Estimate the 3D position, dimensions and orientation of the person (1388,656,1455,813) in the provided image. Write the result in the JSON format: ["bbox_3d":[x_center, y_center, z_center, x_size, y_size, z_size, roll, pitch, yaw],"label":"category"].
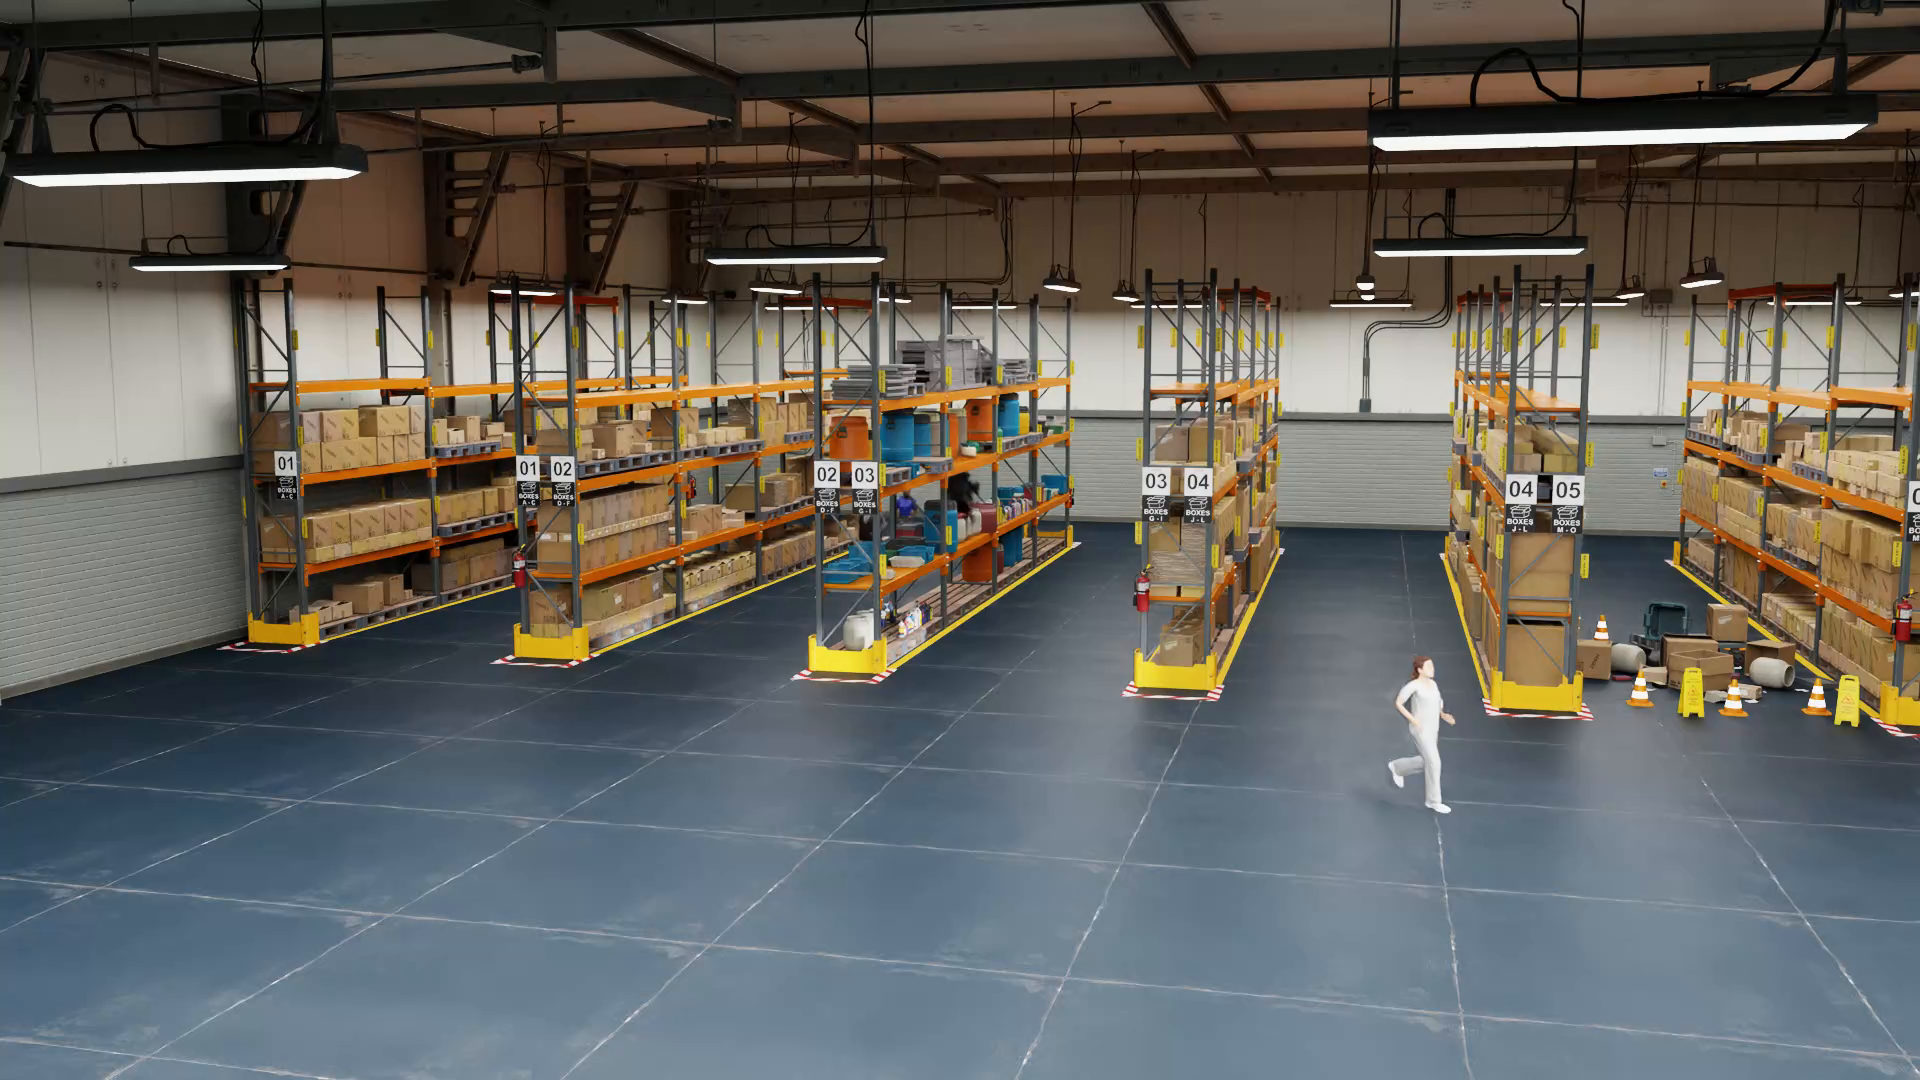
[{"bbox_3d":[4.946,2.058,17.912,0.566,1.658,0.818,-6,9,-40],"label":"person"}]

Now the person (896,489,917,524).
[{"bbox_3d":[-1.275,-0.427,38.736,0.561,1.594,0.585,0,7,2],"label":"person"}]

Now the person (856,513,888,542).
[{"bbox_3d":[-1.695,0.050,31.884,0.662,1.753,0.718,2,7,17],"label":"person"}]
